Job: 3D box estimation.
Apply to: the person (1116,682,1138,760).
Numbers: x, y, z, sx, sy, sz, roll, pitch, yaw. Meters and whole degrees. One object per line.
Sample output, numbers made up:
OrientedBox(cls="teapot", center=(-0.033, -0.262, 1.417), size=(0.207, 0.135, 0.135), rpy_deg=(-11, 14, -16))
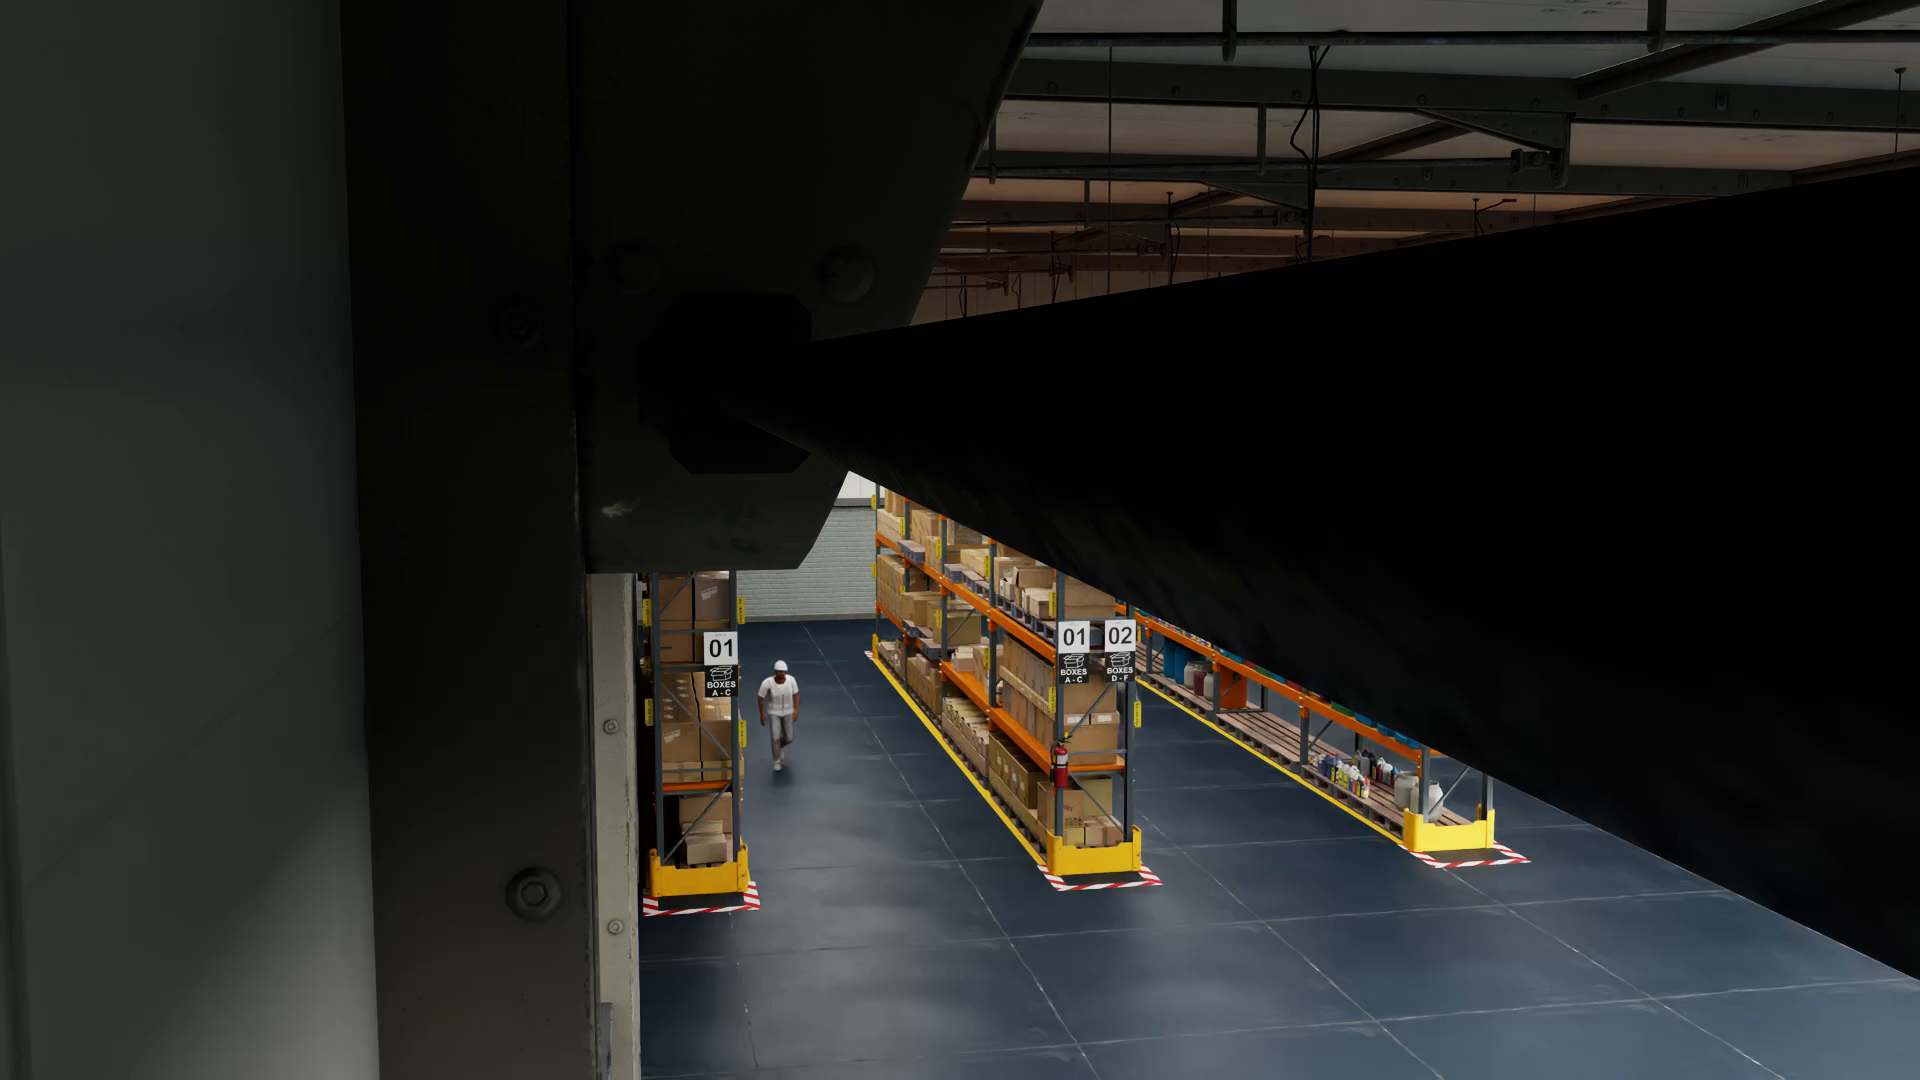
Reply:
OrientedBox(cls="person", center=(2.517, 2.764, 26.448), size=(0.617, 1.716, 0.820), rpy_deg=(-1, 6, -10))

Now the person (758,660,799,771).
OrientedBox(cls="person", center=(-2.902, 2.756, 26.471), size=(0.652, 1.744, 0.657), rpy_deg=(-2, 6, -22))
